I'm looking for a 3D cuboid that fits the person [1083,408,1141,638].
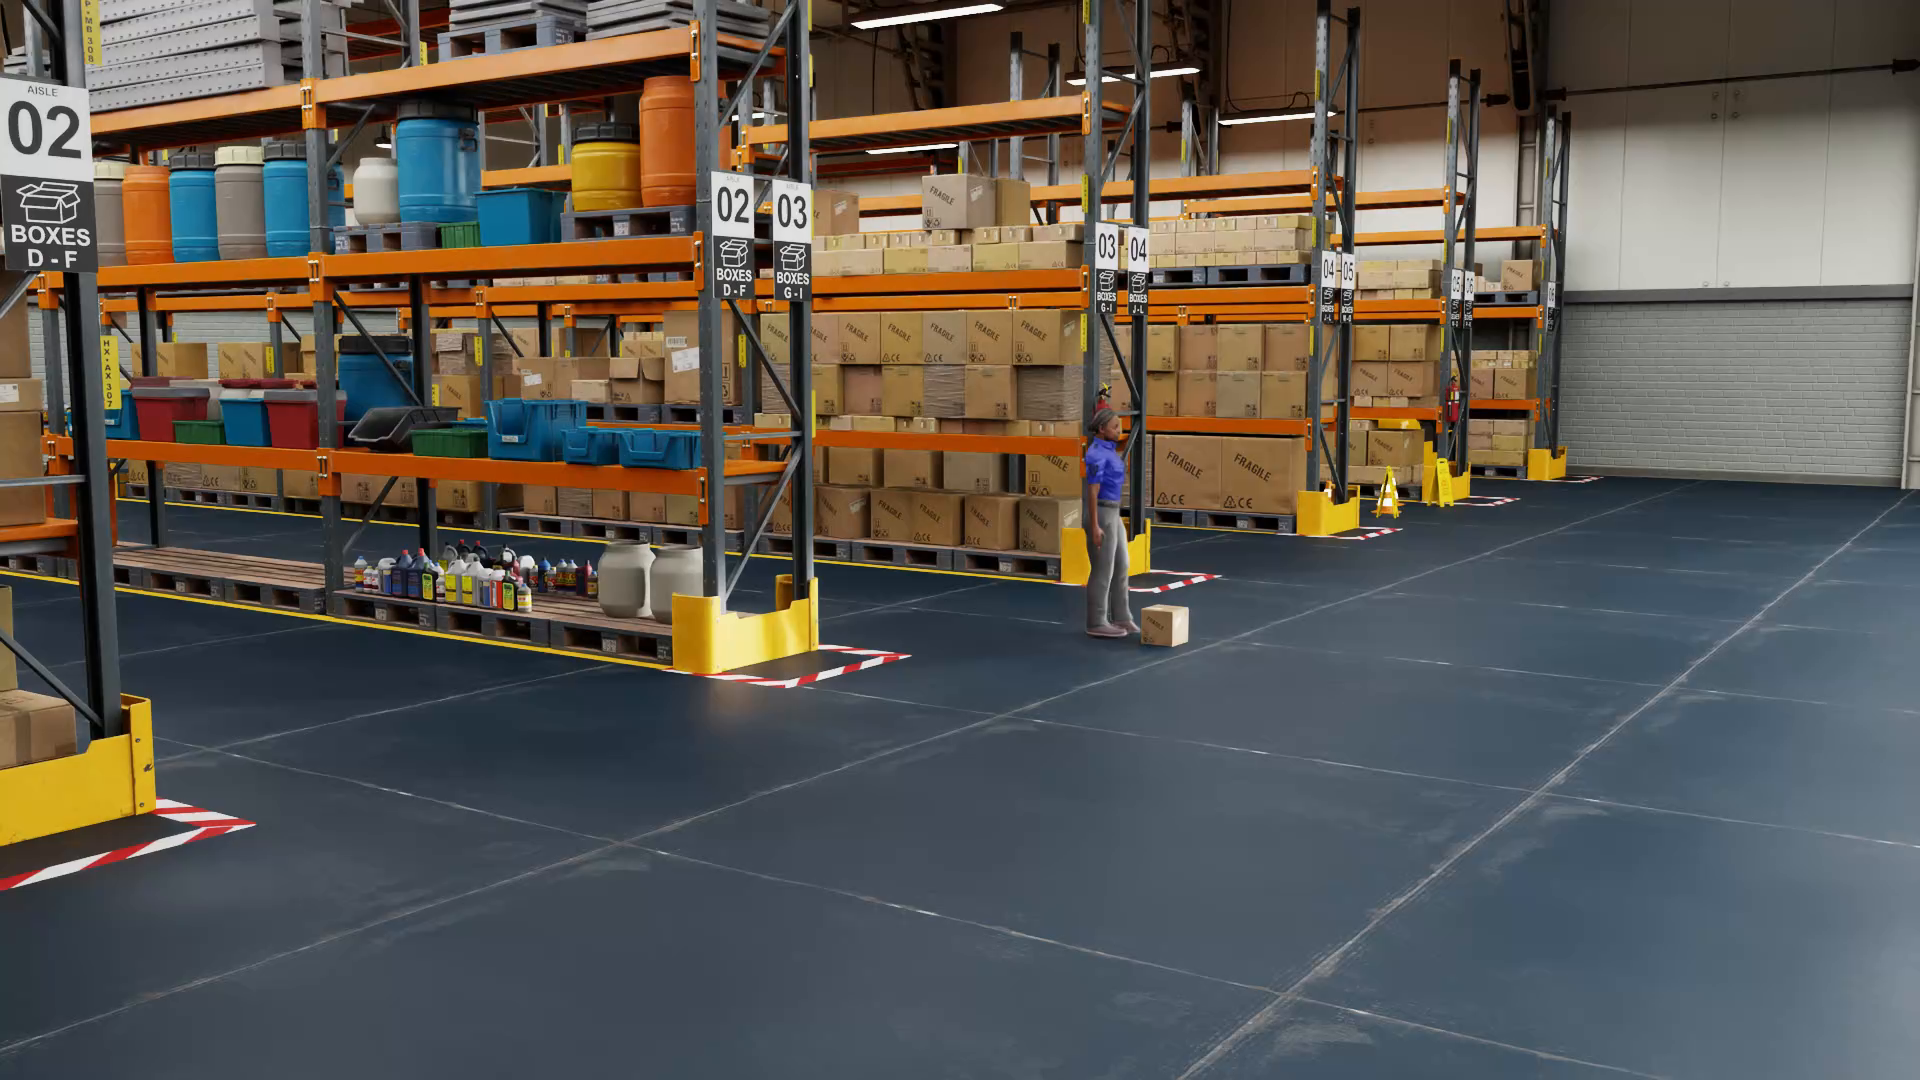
[{"bbox_3d":[1.131,-0.106,12.093,0.434,1.707,0.530,2,7,15],"label":"person"}]
